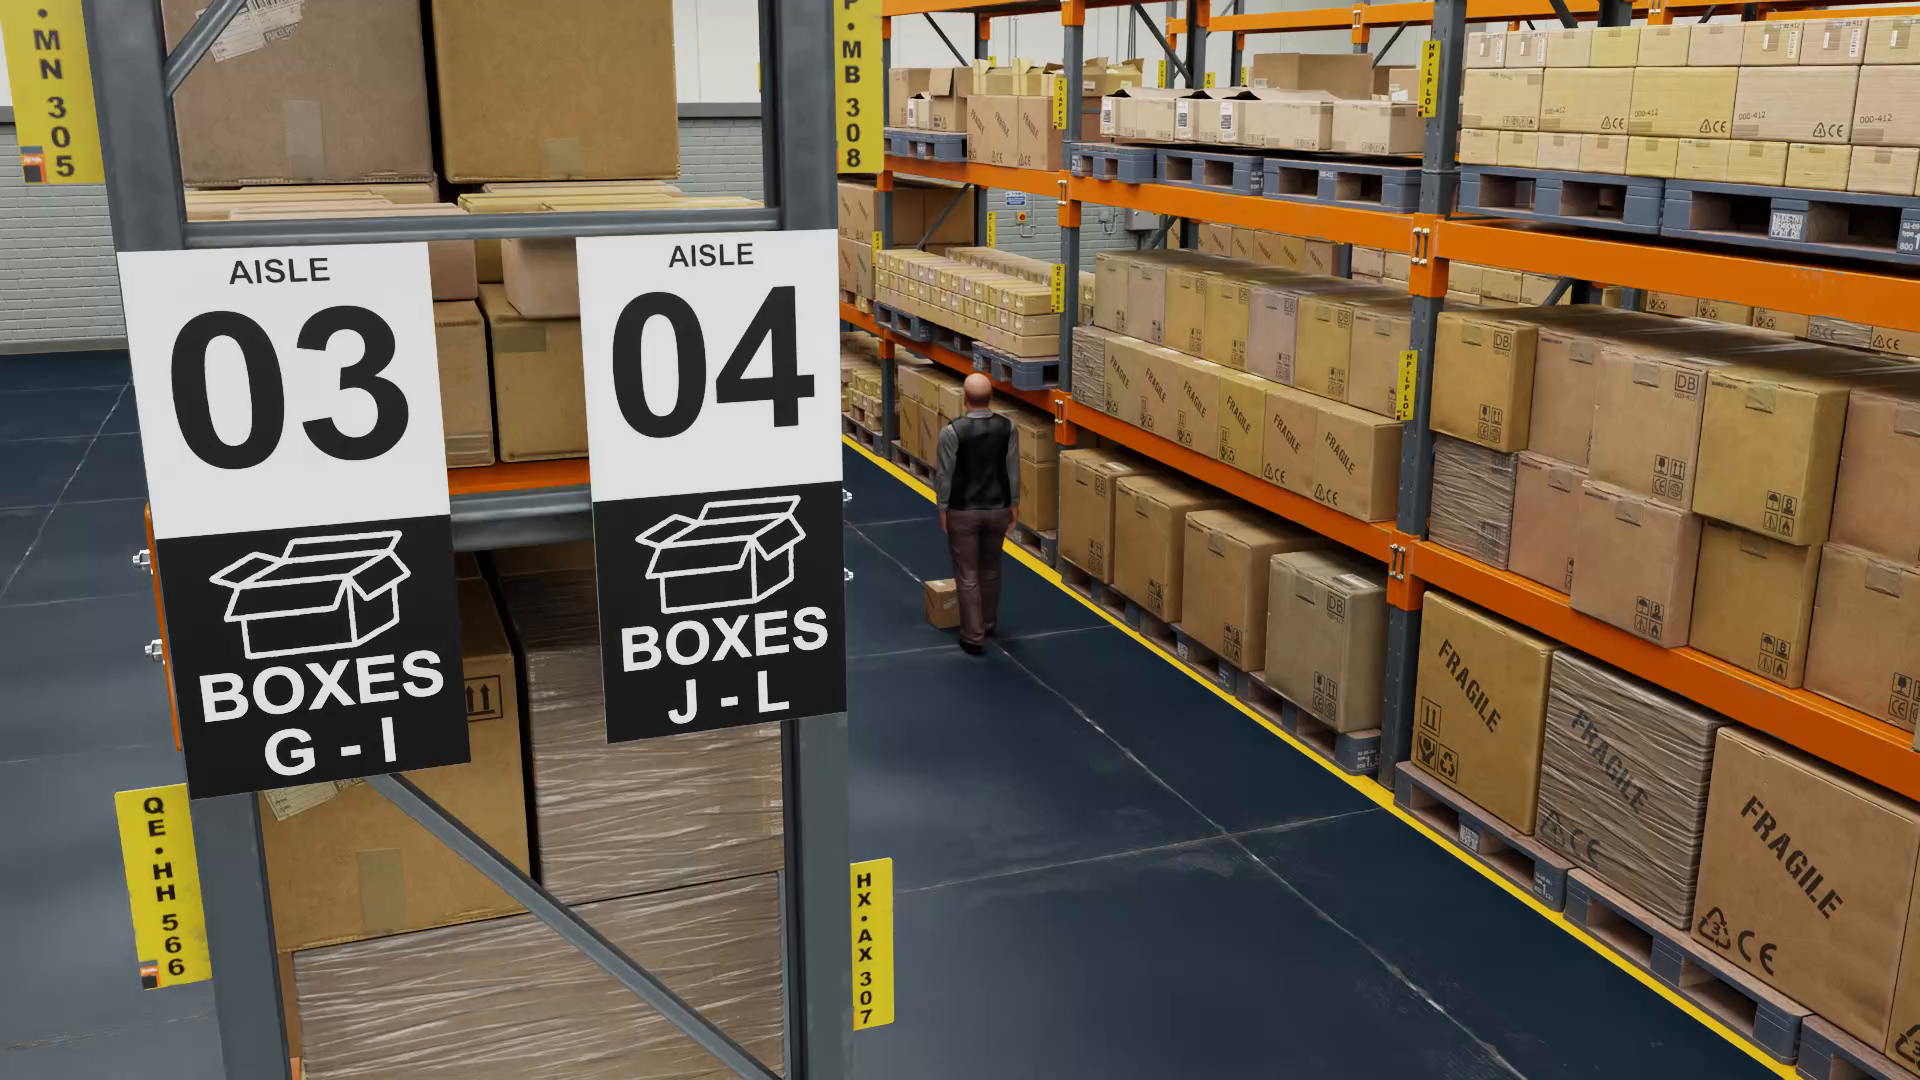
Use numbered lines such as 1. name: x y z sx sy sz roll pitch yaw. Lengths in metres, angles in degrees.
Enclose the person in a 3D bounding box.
1. person: 0.072 -0.190 10.284 0.536 1.728 0.598 -6 17 -20
